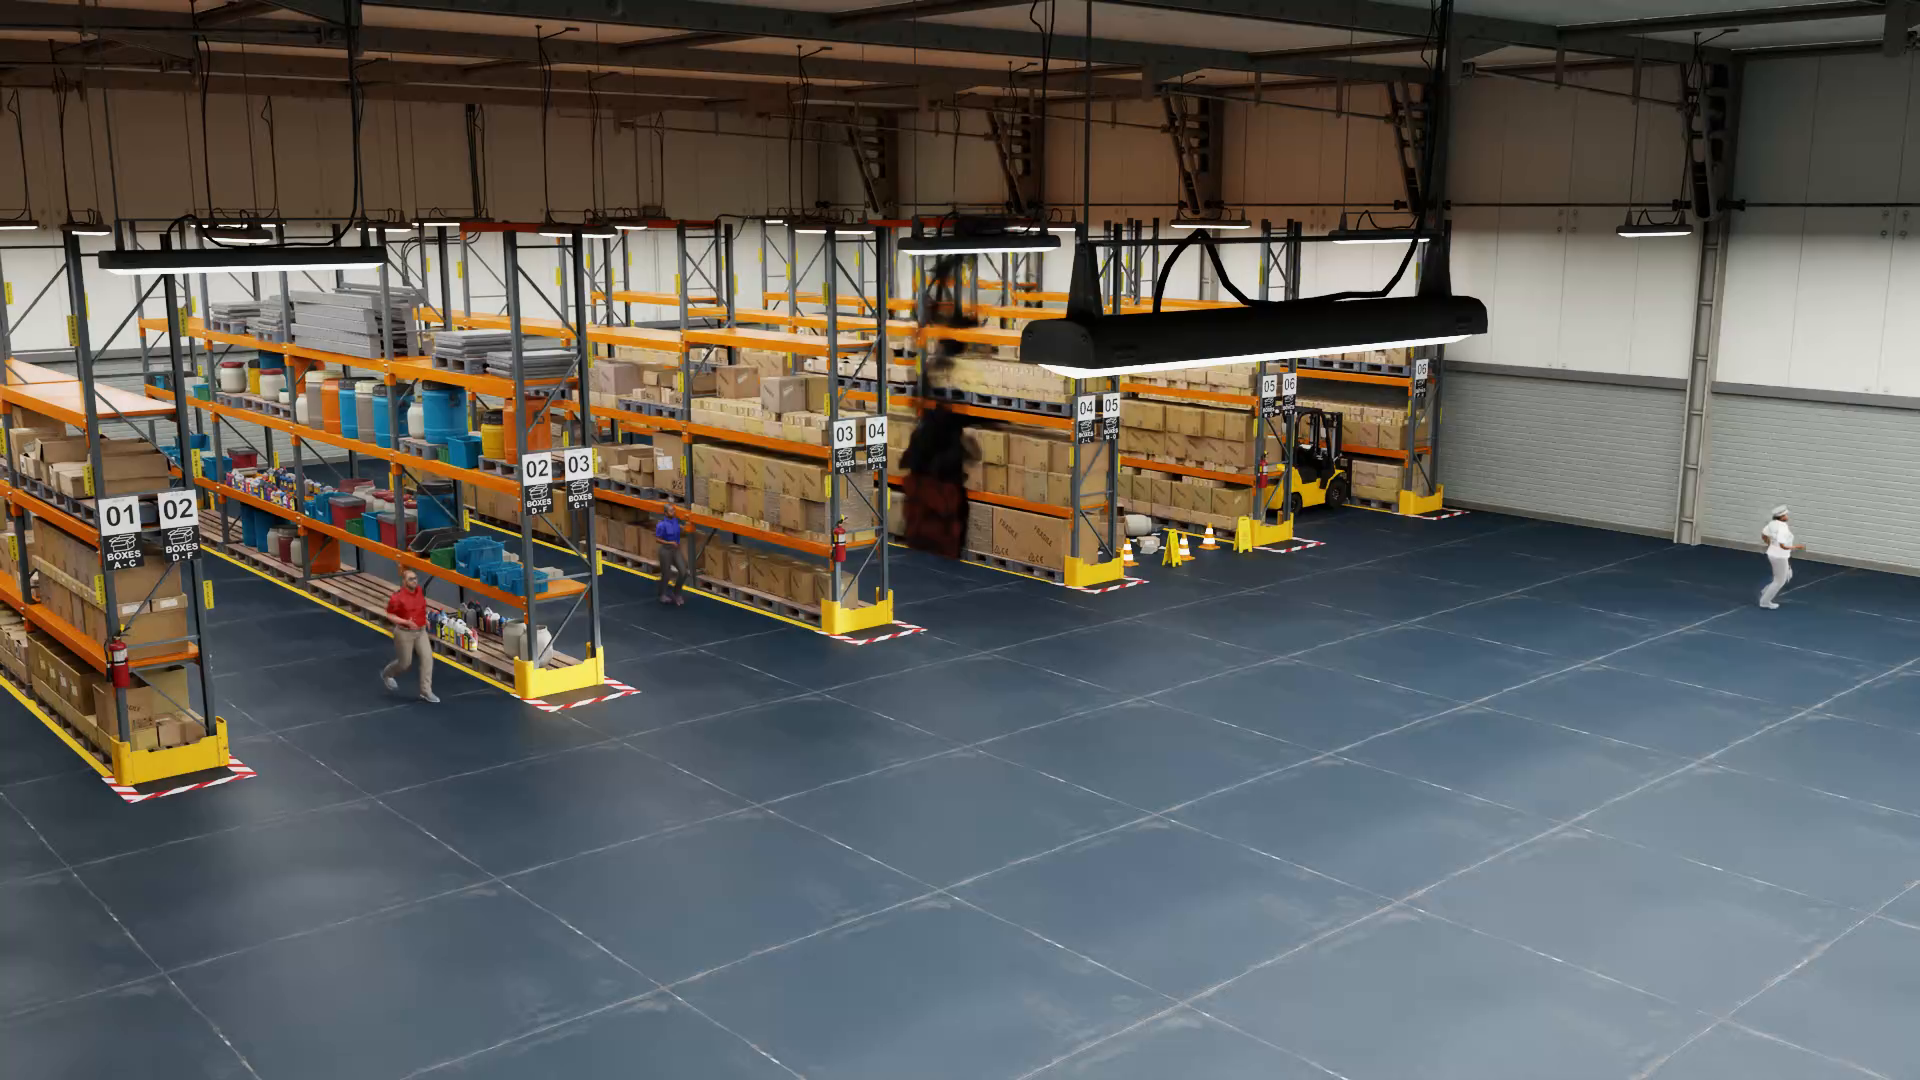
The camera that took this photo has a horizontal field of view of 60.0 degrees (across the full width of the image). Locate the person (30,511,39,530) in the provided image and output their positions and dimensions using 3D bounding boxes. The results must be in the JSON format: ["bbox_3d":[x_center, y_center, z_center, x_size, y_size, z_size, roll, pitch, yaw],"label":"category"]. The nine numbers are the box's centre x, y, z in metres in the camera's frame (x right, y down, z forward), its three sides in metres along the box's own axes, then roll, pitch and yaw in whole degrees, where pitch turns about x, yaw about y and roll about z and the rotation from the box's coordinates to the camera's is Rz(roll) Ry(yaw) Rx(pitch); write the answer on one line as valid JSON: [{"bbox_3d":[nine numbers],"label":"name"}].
[{"bbox_3d":[-17.393,-0.546,30.884,0.590,1.458,0.630,9,14,37],"label":"person"}]

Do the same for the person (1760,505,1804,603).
[{"bbox_3d":[13.030,0.224,26.324,0.563,1.591,0.563,2,12,10],"label":"person"}]

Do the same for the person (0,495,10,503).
[{"bbox_3d":[-17.940,-0.718,31.415,0.537,1.639,0.596,4,12,20],"label":"person"}]

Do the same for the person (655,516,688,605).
[{"bbox_3d":[-4.649,0.361,26.602,0.613,1.445,0.532,11,16,44],"label":"person"}]
